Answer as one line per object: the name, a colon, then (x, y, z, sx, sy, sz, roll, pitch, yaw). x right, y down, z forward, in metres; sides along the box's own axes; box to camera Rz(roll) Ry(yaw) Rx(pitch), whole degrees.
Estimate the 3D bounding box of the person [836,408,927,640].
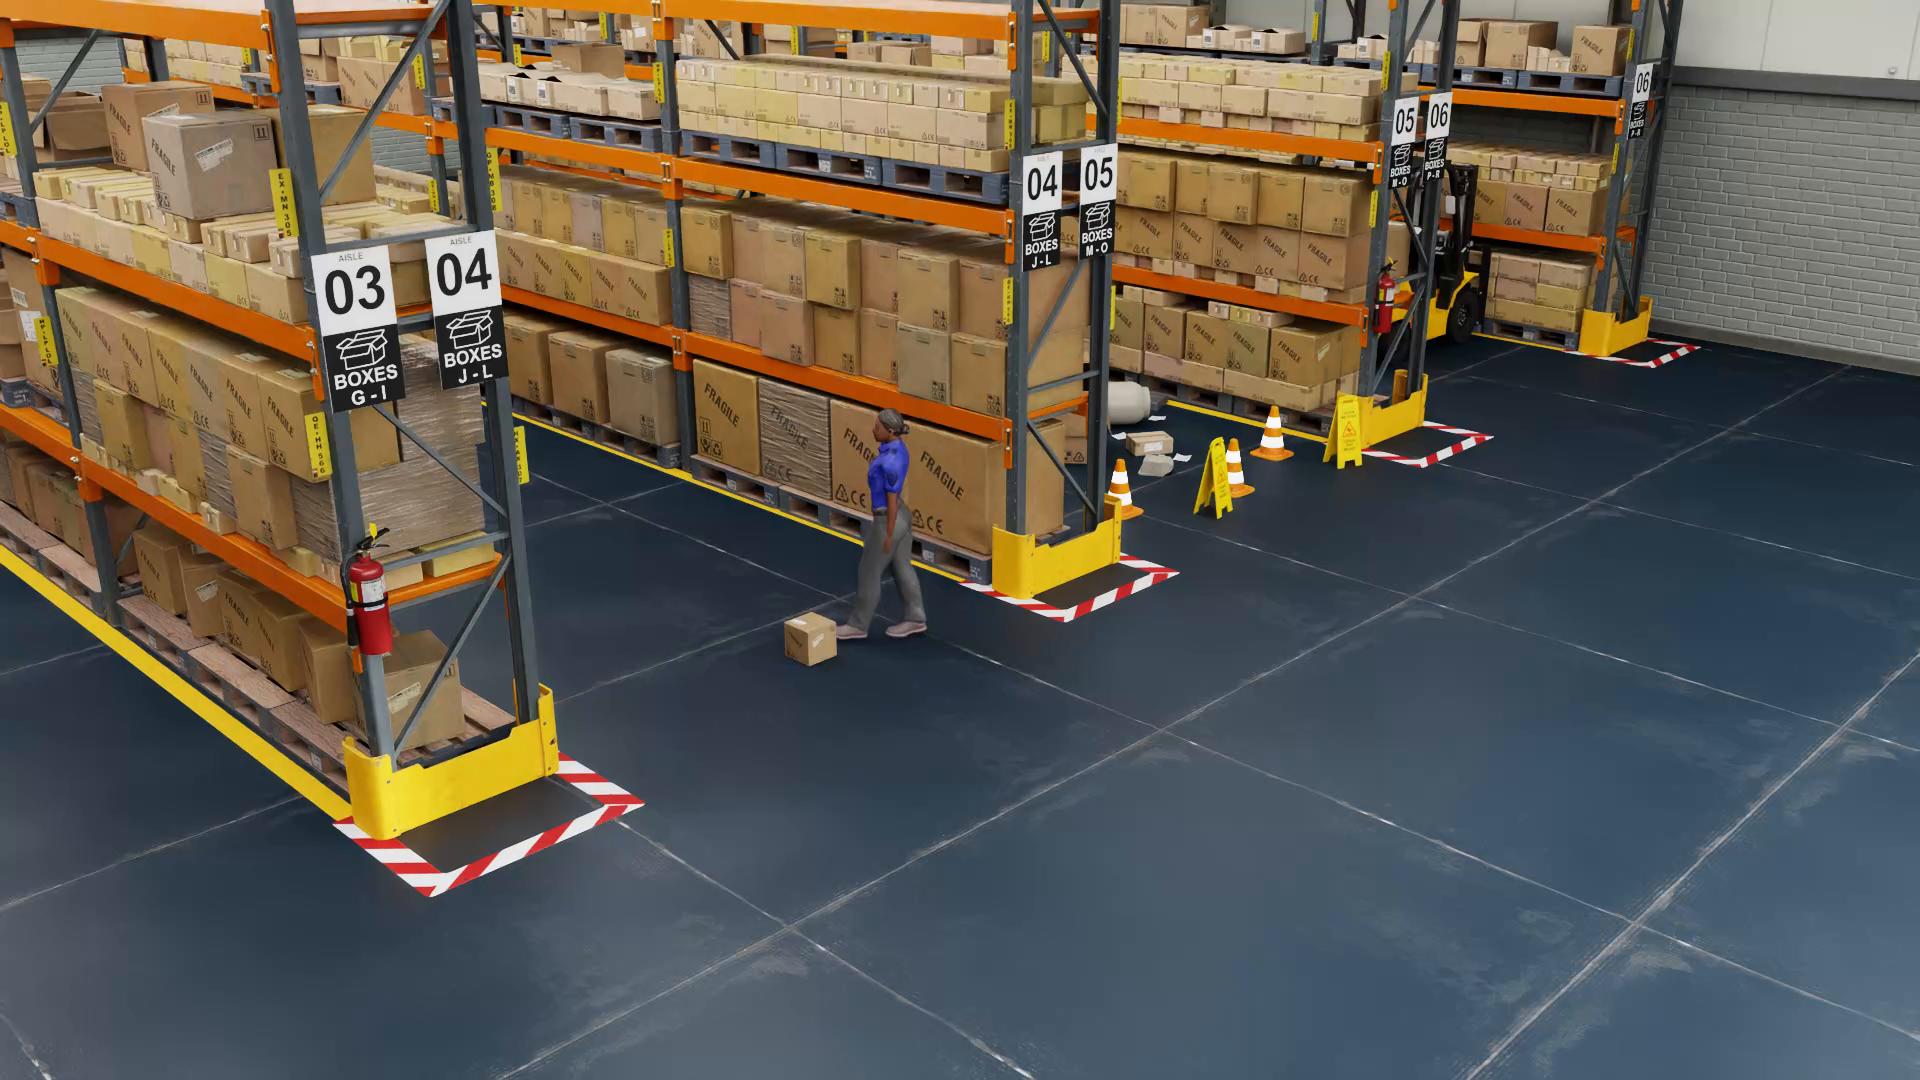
person: (-0.578, -0.114, 11.372, 0.682, 1.645, 0.423, 2, 21, 5)
